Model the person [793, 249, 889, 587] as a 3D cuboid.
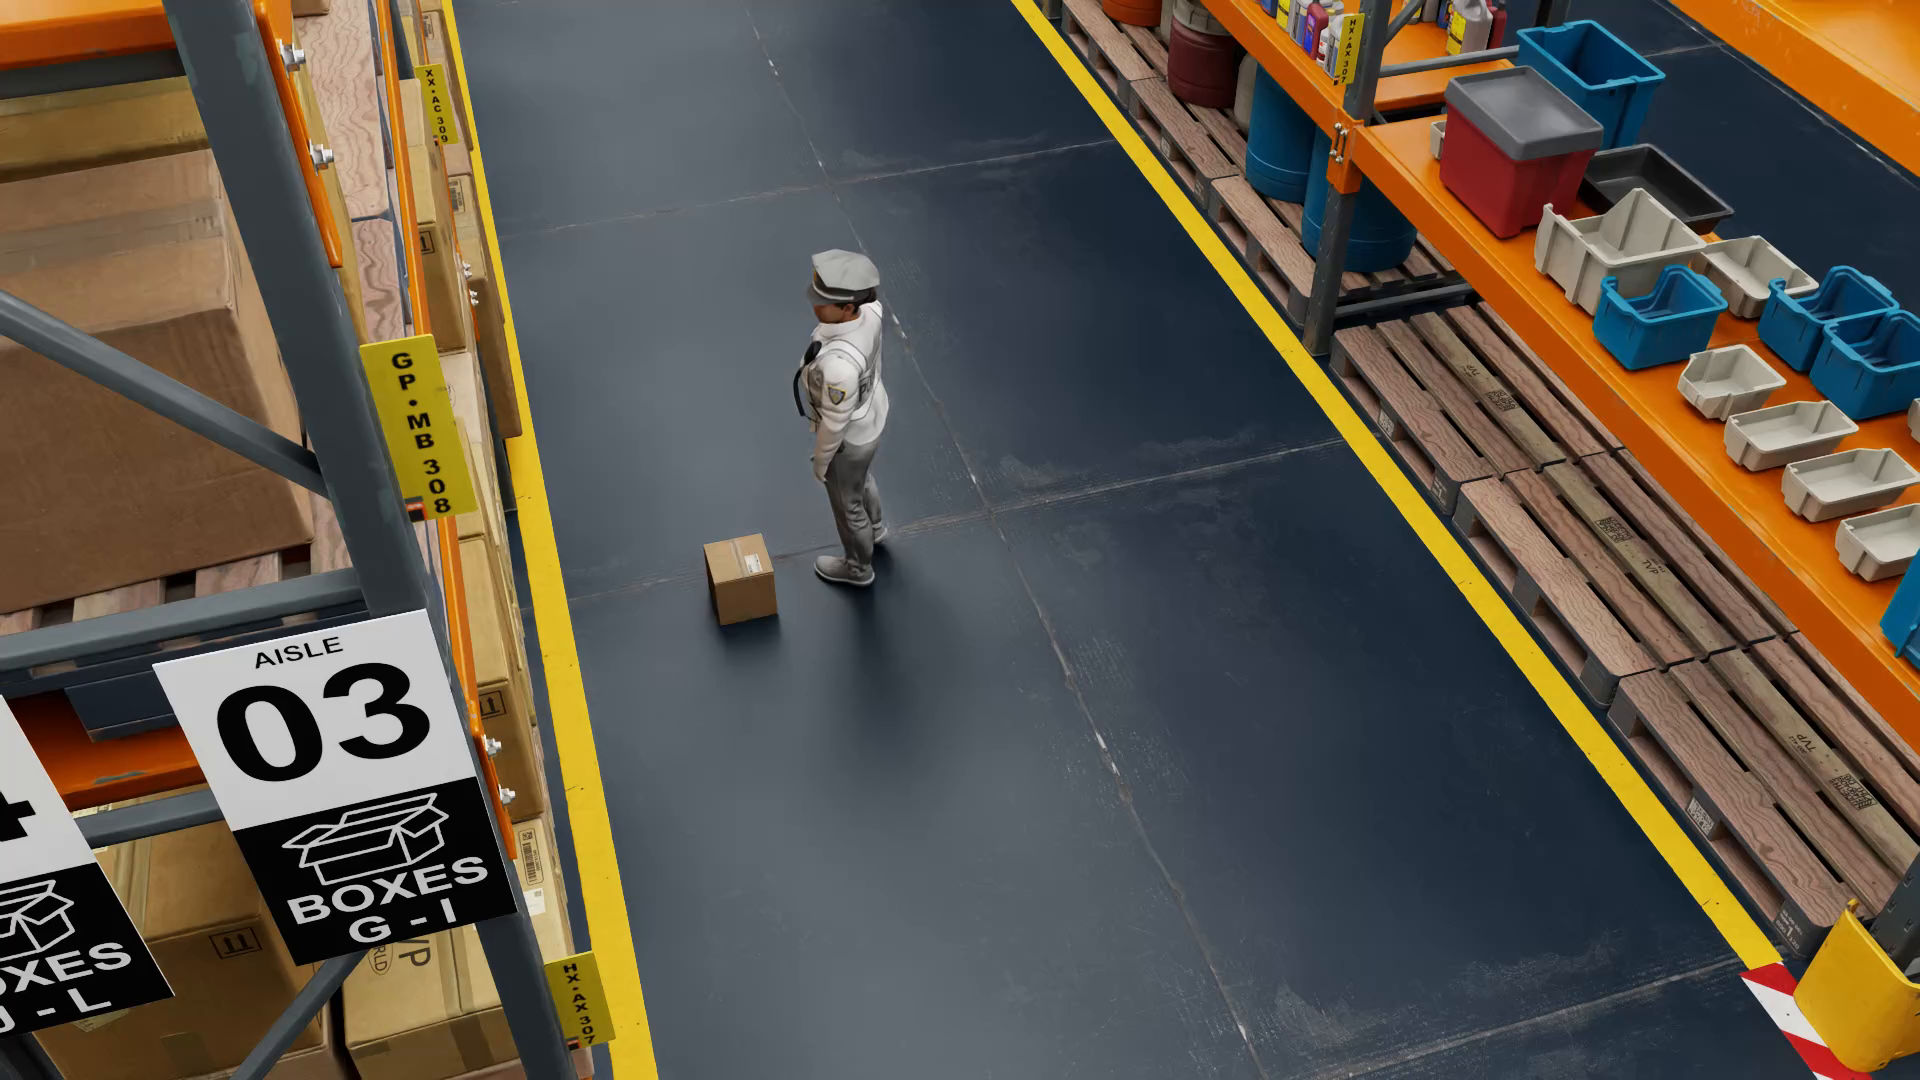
[{"bbox_3d":[-0.448,-0.463,6.671,0.375,1.728,0.646,7,43,8],"label":"person"}]
